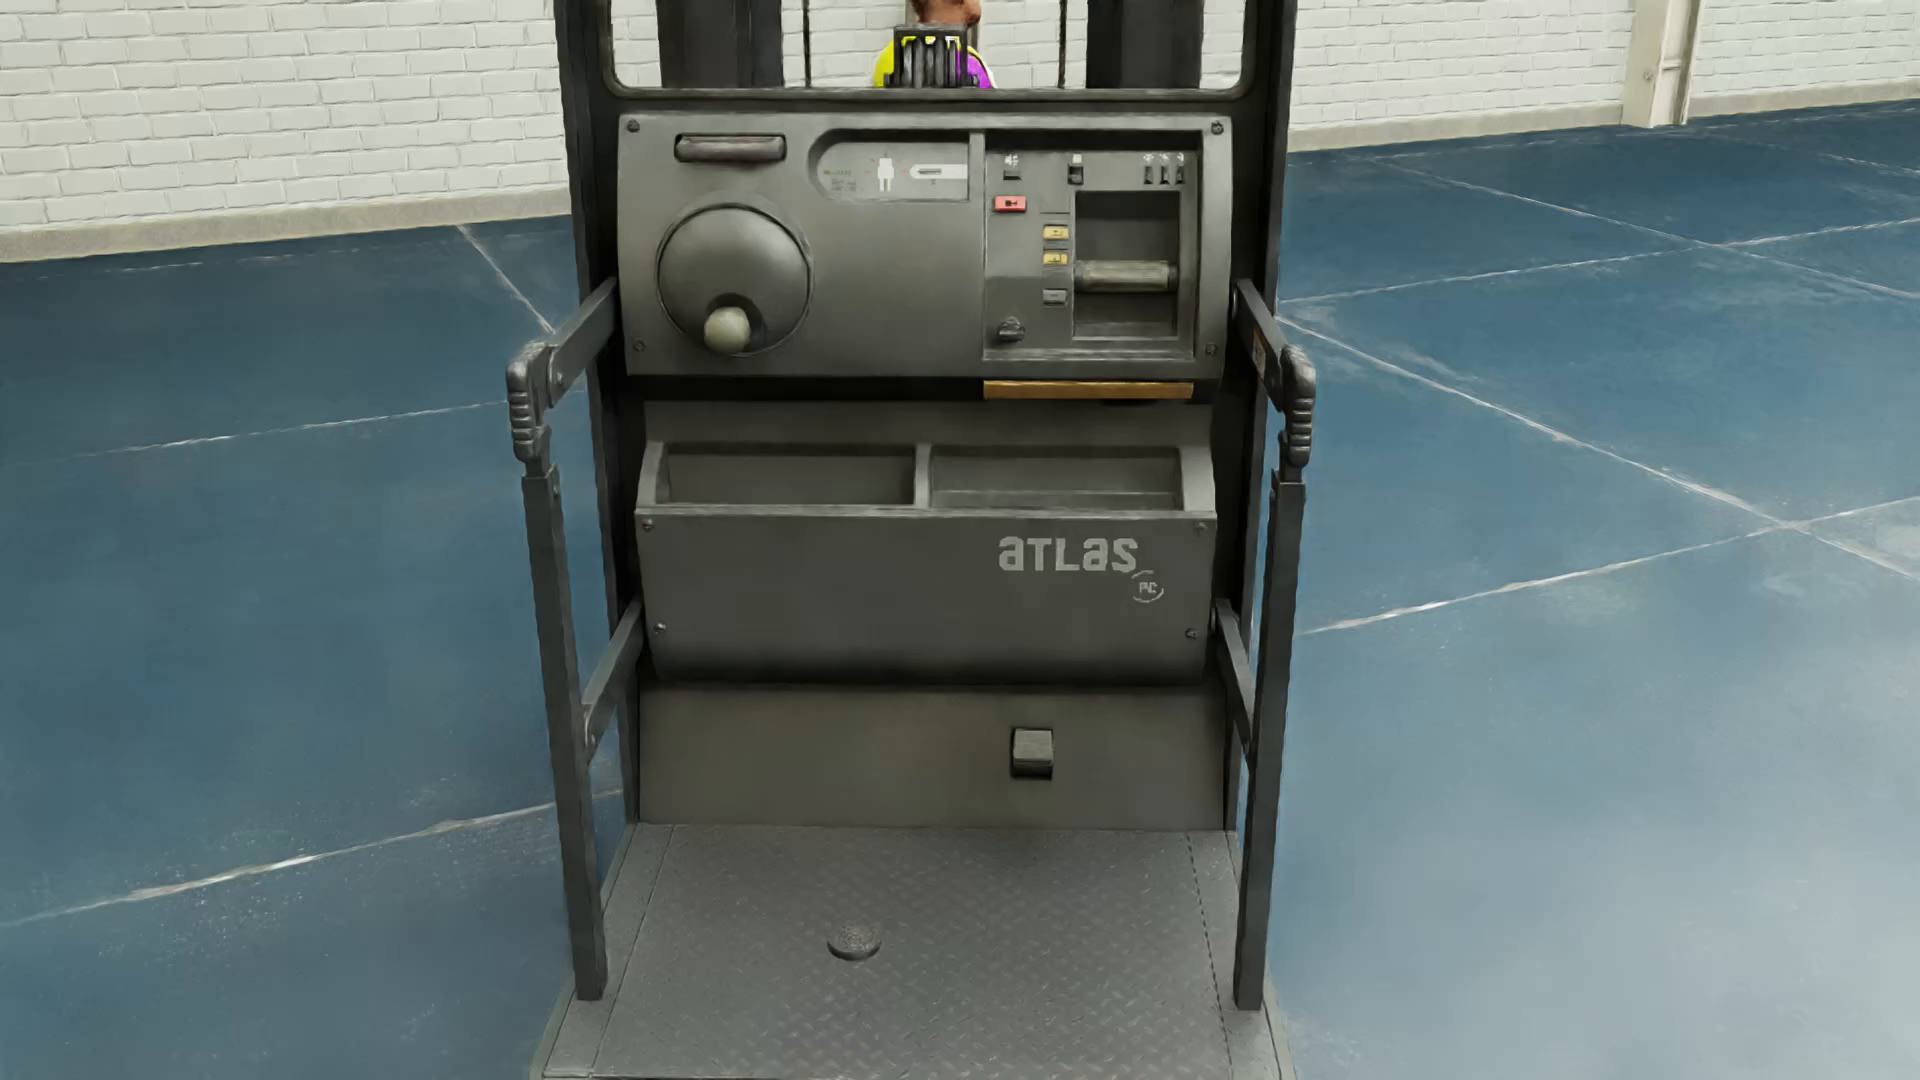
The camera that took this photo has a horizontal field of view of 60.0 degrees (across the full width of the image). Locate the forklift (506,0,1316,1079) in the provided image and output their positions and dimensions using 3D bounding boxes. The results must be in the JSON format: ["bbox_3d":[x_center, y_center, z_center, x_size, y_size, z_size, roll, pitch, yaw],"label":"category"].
[{"bbox_3d":[-0.058,-0.435,2.334,1.130,2.935,3.031,1,23,1],"label":"forklift"}]

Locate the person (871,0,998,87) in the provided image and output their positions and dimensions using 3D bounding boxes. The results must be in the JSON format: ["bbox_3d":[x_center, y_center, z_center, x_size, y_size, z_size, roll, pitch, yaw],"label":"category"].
[{"bbox_3d":[0.065,-0.832,4.788,0.576,1.766,0.665,-10,25,-23],"label":"person"}]
